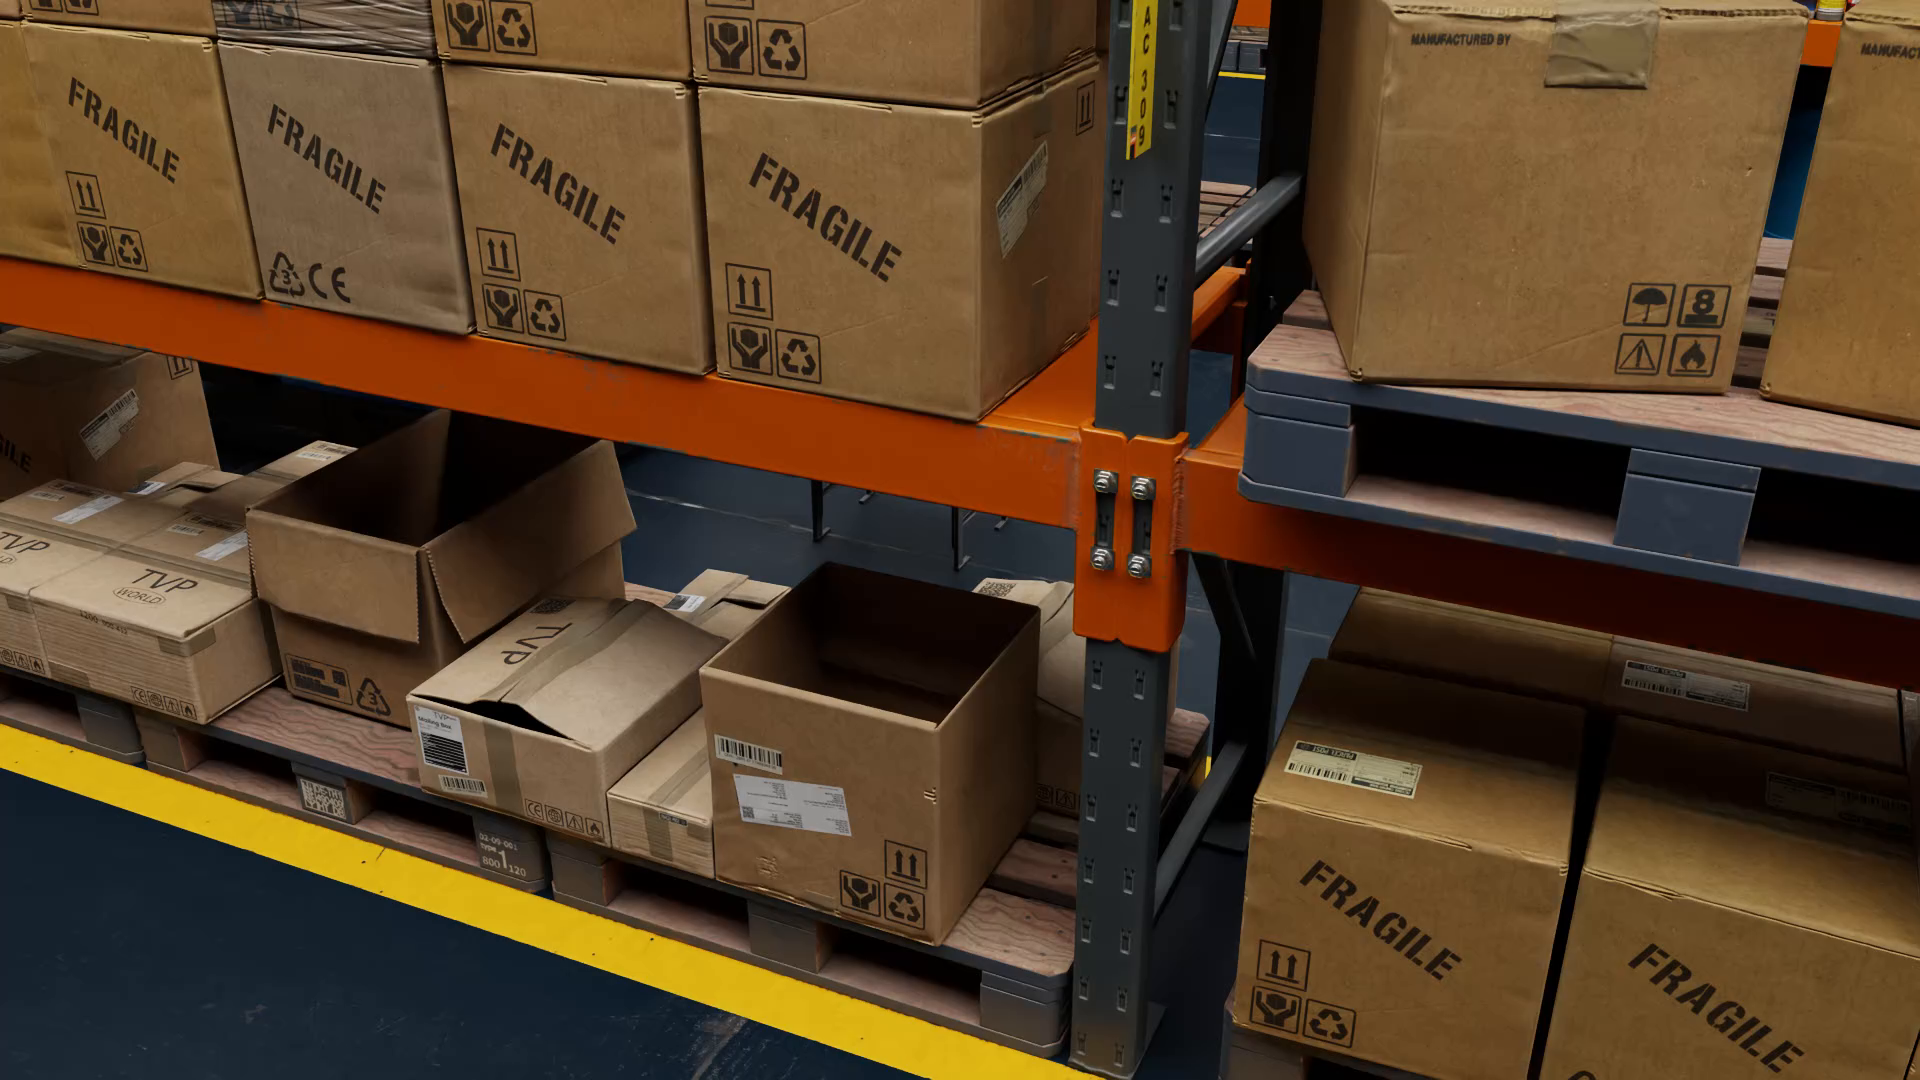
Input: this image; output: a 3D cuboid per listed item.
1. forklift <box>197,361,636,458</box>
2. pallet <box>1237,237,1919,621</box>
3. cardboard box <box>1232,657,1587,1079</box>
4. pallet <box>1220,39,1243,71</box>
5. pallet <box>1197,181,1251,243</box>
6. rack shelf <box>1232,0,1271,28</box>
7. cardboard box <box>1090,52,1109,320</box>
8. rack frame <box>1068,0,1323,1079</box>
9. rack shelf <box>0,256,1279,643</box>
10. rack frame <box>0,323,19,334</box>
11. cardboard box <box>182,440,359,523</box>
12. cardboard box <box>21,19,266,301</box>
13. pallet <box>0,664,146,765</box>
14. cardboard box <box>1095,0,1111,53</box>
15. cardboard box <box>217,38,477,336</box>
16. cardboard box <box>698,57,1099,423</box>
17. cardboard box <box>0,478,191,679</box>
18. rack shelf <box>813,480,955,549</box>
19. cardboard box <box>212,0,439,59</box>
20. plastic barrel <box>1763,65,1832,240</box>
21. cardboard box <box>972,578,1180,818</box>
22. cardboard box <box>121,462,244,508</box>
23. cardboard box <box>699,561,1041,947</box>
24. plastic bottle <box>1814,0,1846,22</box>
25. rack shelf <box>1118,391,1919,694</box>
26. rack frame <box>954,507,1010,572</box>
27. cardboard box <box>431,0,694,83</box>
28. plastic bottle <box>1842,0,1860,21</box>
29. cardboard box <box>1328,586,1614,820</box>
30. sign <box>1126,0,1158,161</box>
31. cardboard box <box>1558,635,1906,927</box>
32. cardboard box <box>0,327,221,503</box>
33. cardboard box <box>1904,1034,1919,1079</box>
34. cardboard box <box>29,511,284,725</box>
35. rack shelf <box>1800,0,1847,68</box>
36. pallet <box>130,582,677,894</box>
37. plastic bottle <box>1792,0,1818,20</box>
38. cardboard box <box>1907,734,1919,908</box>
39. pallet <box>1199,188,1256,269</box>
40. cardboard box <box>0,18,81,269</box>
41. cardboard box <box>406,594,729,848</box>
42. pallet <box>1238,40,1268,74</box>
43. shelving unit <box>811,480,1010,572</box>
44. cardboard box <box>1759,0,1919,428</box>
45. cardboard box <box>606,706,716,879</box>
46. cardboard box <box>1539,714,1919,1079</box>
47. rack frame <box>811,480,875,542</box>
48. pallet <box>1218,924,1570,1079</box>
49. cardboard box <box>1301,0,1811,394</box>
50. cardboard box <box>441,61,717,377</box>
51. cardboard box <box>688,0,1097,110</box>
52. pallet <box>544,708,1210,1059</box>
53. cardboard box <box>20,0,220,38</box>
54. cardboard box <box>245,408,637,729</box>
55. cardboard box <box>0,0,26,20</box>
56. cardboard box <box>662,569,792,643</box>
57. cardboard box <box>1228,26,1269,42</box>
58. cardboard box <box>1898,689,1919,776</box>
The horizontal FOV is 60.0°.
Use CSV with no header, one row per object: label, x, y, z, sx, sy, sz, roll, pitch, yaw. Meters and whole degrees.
forklift,-2.492,-1.853,5.695,3.031,2.935,1.130,11,28,22
pallet,1.154,-0.247,2.574,1.213,0.211,1.003,11,28,22
cardboard box,0.811,0.587,2.994,0.500,0.500,0.500,10,28,19
pallet,1.694,-3.872,12.875,1.213,0.211,1.003,11,28,22
pallet,0.725,-1.605,8.270,1.213,0.211,1.003,11,28,22
rack shelf,0.705,-2.557,7.863,4.000,0.370,1.077,11,28,22
cardboard box,0.120,-0.771,3.307,0.500,0.500,0.500,12,29,23
rack frame,0.471,-0.523,2.917,0.127,3.000,1.000,11,28,22
rack shelf,-1.349,-0.566,3.819,4.000,0.370,1.077,11,28,22
rack frame,-3.170,-1.255,4.403,0.127,3.000,1.000,11,28,22
cardboard box,-1.721,-0.032,4.535,0.500,0.250,0.500,11,28,22
cardboard box,-1.493,-0.835,3.438,0.500,0.500,0.500,12,29,22
pallet,-2.375,0.156,4.695,1.213,0.211,1.003,11,28,22
cardboard box,0.159,-1.216,3.079,0.500,0.500,0.500,12,29,23
cardboard box,-1.028,-0.743,3.251,0.500,0.500,0.500,12,29,23
cardboard box,-0.090,-0.557,2.871,0.500,0.500,0.500,12,29,23
cardboard box,-2.337,0.086,4.294,0.500,0.250,0.500,11,28,22
rack shelf,-0.151,-0.332,5.163,0.480,0.518,0.431,11,28,22
cardboard box,-1.022,-1.190,3.026,0.500,0.500,0.500,12,28,22
plastic barrel,3.658,-1.526,6.853,0.708,0.901,0.600,11,28,22
cardboard box,0.179,0.322,3.747,0.500,0.311,0.500,11,28,22
cardboard box,-2.242,-0.070,4.707,0.250,0.166,0.380,11,28,22
cardboard box,-0.165,0.411,3.352,0.500,0.500,0.500,11,28,22
plastic bottle,3.305,-2.071,6.285,0.097,0.201,0.097,0,26,0
rack shelf,2.292,0.165,2.333,4.000,0.370,1.077,11,28,22
rack frame,0.071,-0.928,4.757,0.015,2.100,0.400,11,28,22
cardboard box,-0.564,-1.098,2.839,0.500,0.500,0.500,11,28,21
plastic bottle,3.393,-2.053,6.248,0.097,0.201,0.097,0,26,0
cardboard box,1.039,0.376,3.423,0.500,0.500,0.500,11,28,22
sign,0.254,-0.692,2.280,0.005,0.325,0.100,11,28,22
cardboard box,1.486,0.469,3.233,0.500,0.500,0.500,11,28,22
cardboard box,-2.573,-0.330,4.857,0.500,0.500,0.500,11,28,22
cardboard box,1.753,0.774,2.613,0.500,0.500,0.500,12,29,22
cardboard box,-1.882,0.178,4.108,0.500,0.250,0.500,11,28,22
rack shelf,4.346,-1.826,6.377,4.000,0.370,1.077,11,28,22
pallet,-1.268,0.379,4.241,1.213,0.211,1.003,11,28,22
plastic bottle,3.216,-2.120,6.305,0.097,0.271,0.097,0,26,0
cardboard box,1.721,0.433,2.457,0.500,0.250,0.500,11,28,22
pallet,1.840,-1.382,7.819,1.213,0.211,1.003,11,28,22
cardboard box,-1.948,-0.927,3.625,0.500,0.500,0.500,11,28,22
cardboard box,-0.847,0.358,3.672,0.500,0.311,0.500,11,28,22
pallet,2.801,-3.648,12.420,1.213,0.211,1.003,11,28,22
shelving unit,-0.151,-0.972,4.848,0.503,2.100,0.431,11,28,22
cardboard box,1.462,-0.480,2.240,0.500,0.500,0.700,16,31,30
cardboard box,-0.531,0.524,3.520,0.250,0.149,0.380,11,28,22
cardboard box,1.301,0.680,2.805,0.500,0.500,0.500,12,29,23
rack frame,-0.373,-1.017,4.938,0.015,2.100,0.400,11,28,22
pallet,1.227,0.861,3.262,1.213,0.211,1.003,11,28,22
cardboard box,0.810,-0.580,2.444,0.500,0.500,0.700,2,26,4
cardboard box,-0.560,-0.650,3.062,0.500,0.500,0.500,12,29,23
cardboard box,-0.096,-1.005,2.651,0.500,0.500,0.500,12,28,22
pallet,-0.153,0.602,3.789,1.213,0.211,1.003,11,28,22
cardboard box,-1.480,-1.283,3.214,0.500,0.500,0.500,11,28,21
cardboard box,-1.241,0.058,4.065,0.637,0.503,0.797,11,28,22
cardboard box,-1.943,-1.375,3.402,0.500,0.500,0.500,12,29,23
cardboard box,-0.613,0.232,4.092,0.250,0.166,0.380,11,28,22
cardboard box,2.378,-4.221,12.358,0.875,0.875,0.875,11,28,22
cardboard box,1.942,0.561,3.046,0.500,0.500,0.500,12,29,22
